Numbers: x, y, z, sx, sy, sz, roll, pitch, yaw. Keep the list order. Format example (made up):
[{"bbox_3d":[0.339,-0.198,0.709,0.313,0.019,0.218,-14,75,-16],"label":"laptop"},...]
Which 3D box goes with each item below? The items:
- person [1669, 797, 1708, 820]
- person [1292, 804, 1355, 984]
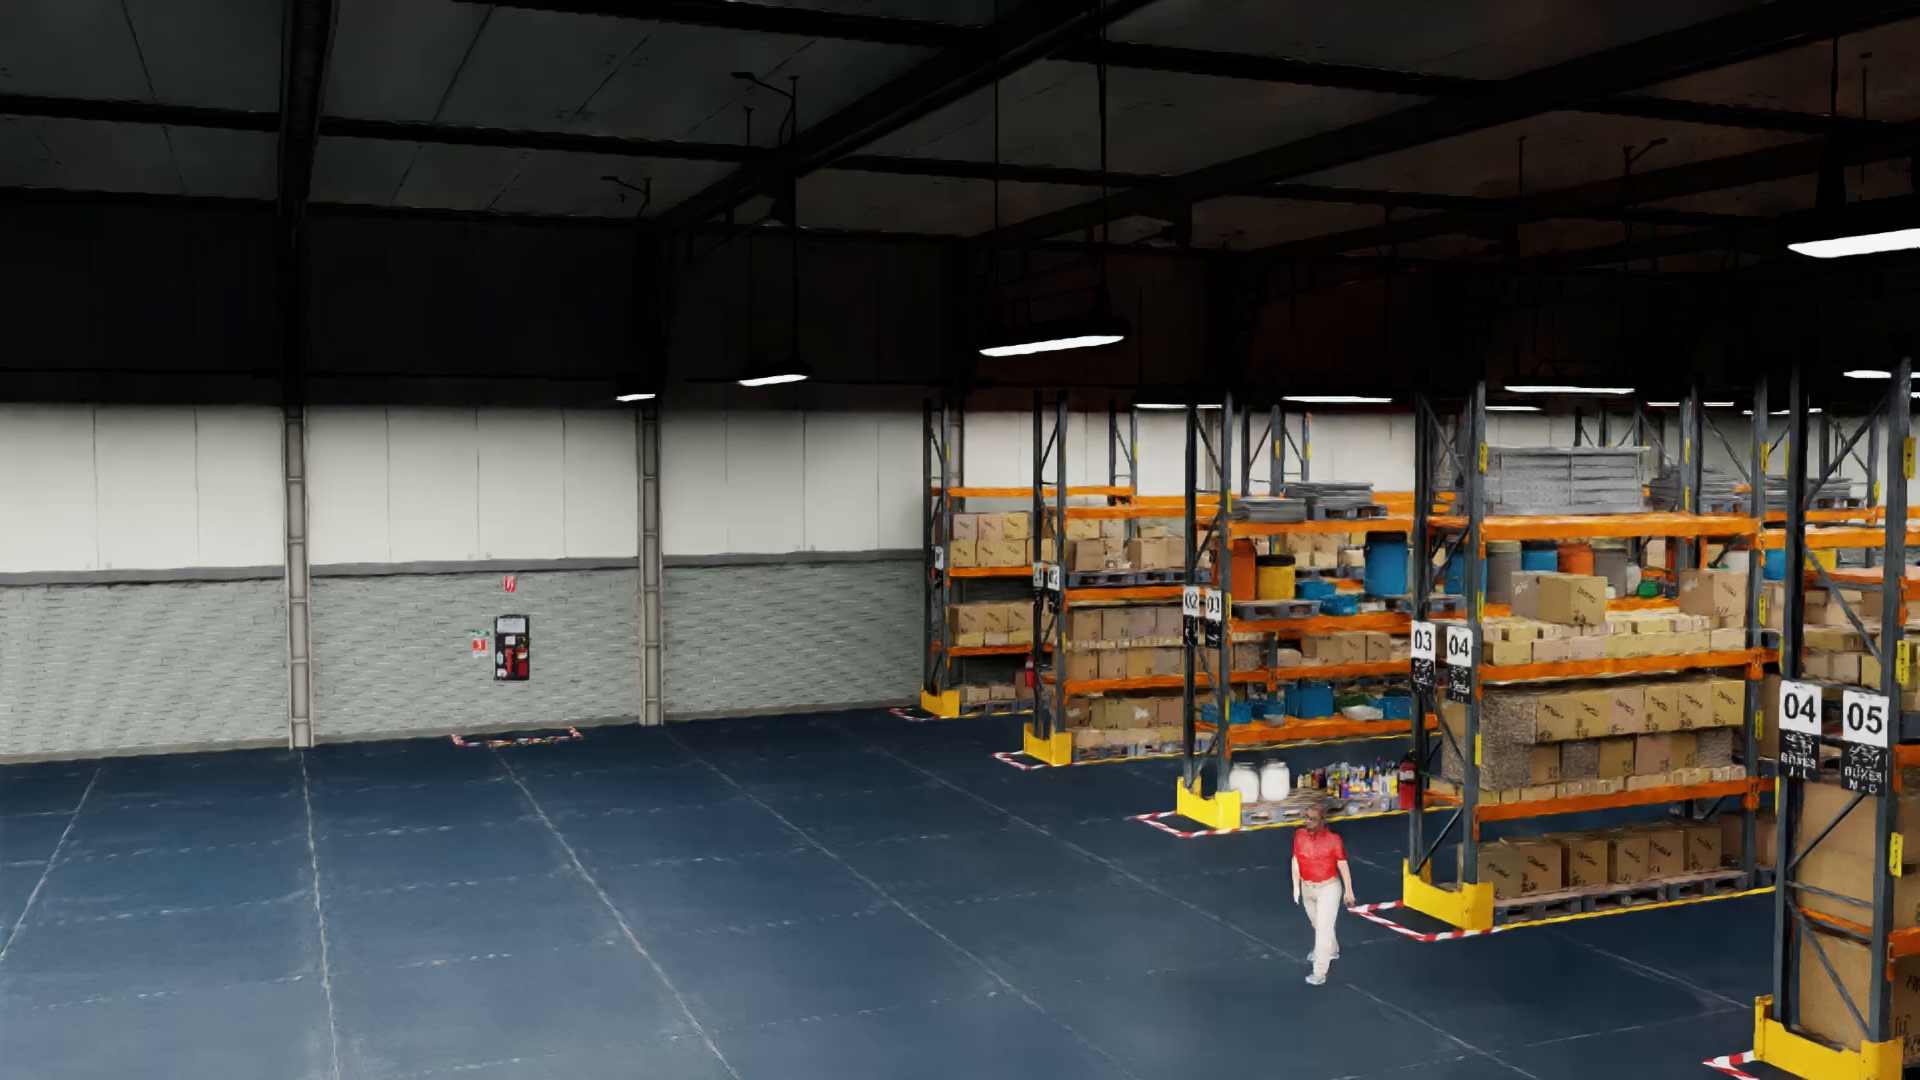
[{"bbox_3d":[9.966,2.973,22.786,0.572,1.714,0.719,-1,4,-24],"label":"person"},{"bbox_3d":[3.477,3.380,16.117,0.583,1.679,0.974,3,5,44],"label":"person"}]
